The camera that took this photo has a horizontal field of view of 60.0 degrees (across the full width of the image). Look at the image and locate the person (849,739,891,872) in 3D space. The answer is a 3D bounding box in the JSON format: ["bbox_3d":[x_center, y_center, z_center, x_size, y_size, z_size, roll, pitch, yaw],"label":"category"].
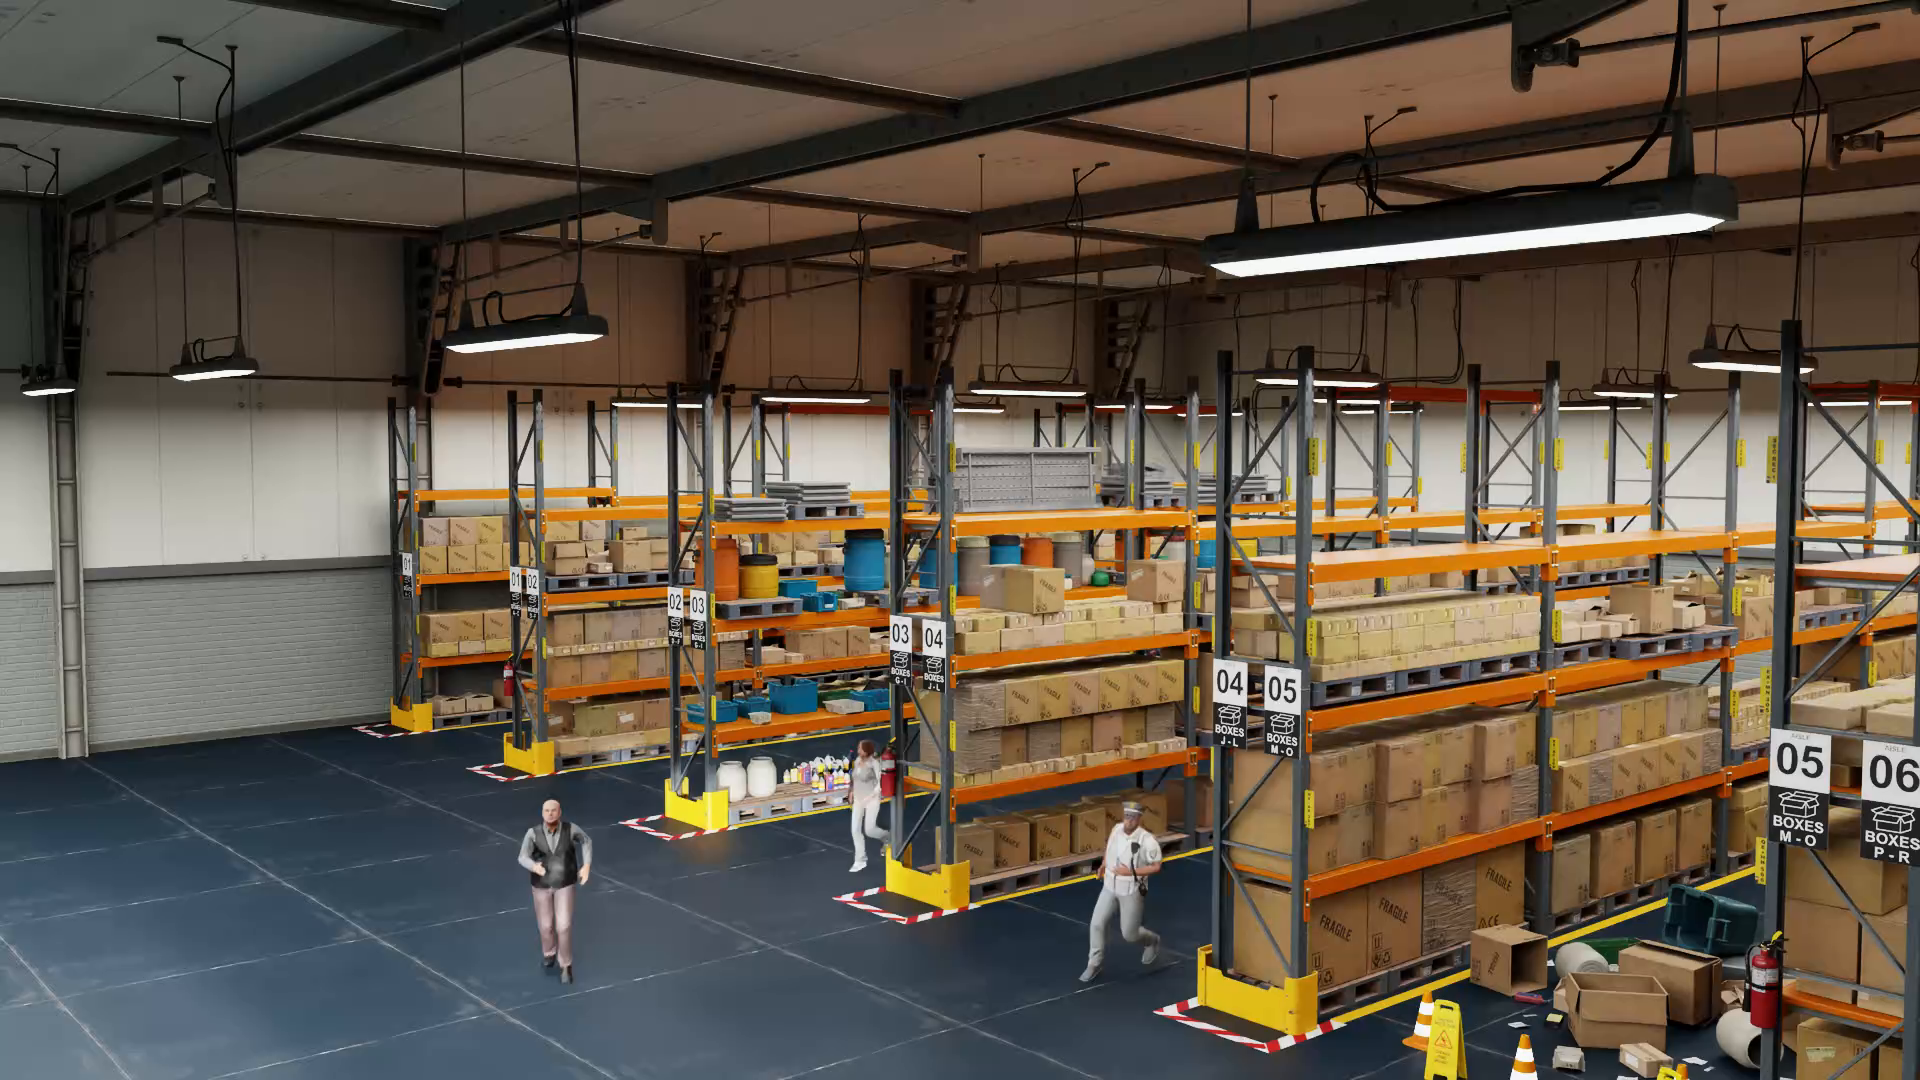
[{"bbox_3d":[-1.095,3.201,20.275,0.553,1.592,0.734,3,4,39],"label":"person"}]

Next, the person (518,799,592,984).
[{"bbox_3d":[-3.904,3.388,16.021,0.675,1.798,0.748,0,3,-8],"label":"person"}]

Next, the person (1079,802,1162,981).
[{"bbox_3d":[1.637,3.381,16.109,0.691,1.755,0.868,3,4,38],"label":"person"}]
